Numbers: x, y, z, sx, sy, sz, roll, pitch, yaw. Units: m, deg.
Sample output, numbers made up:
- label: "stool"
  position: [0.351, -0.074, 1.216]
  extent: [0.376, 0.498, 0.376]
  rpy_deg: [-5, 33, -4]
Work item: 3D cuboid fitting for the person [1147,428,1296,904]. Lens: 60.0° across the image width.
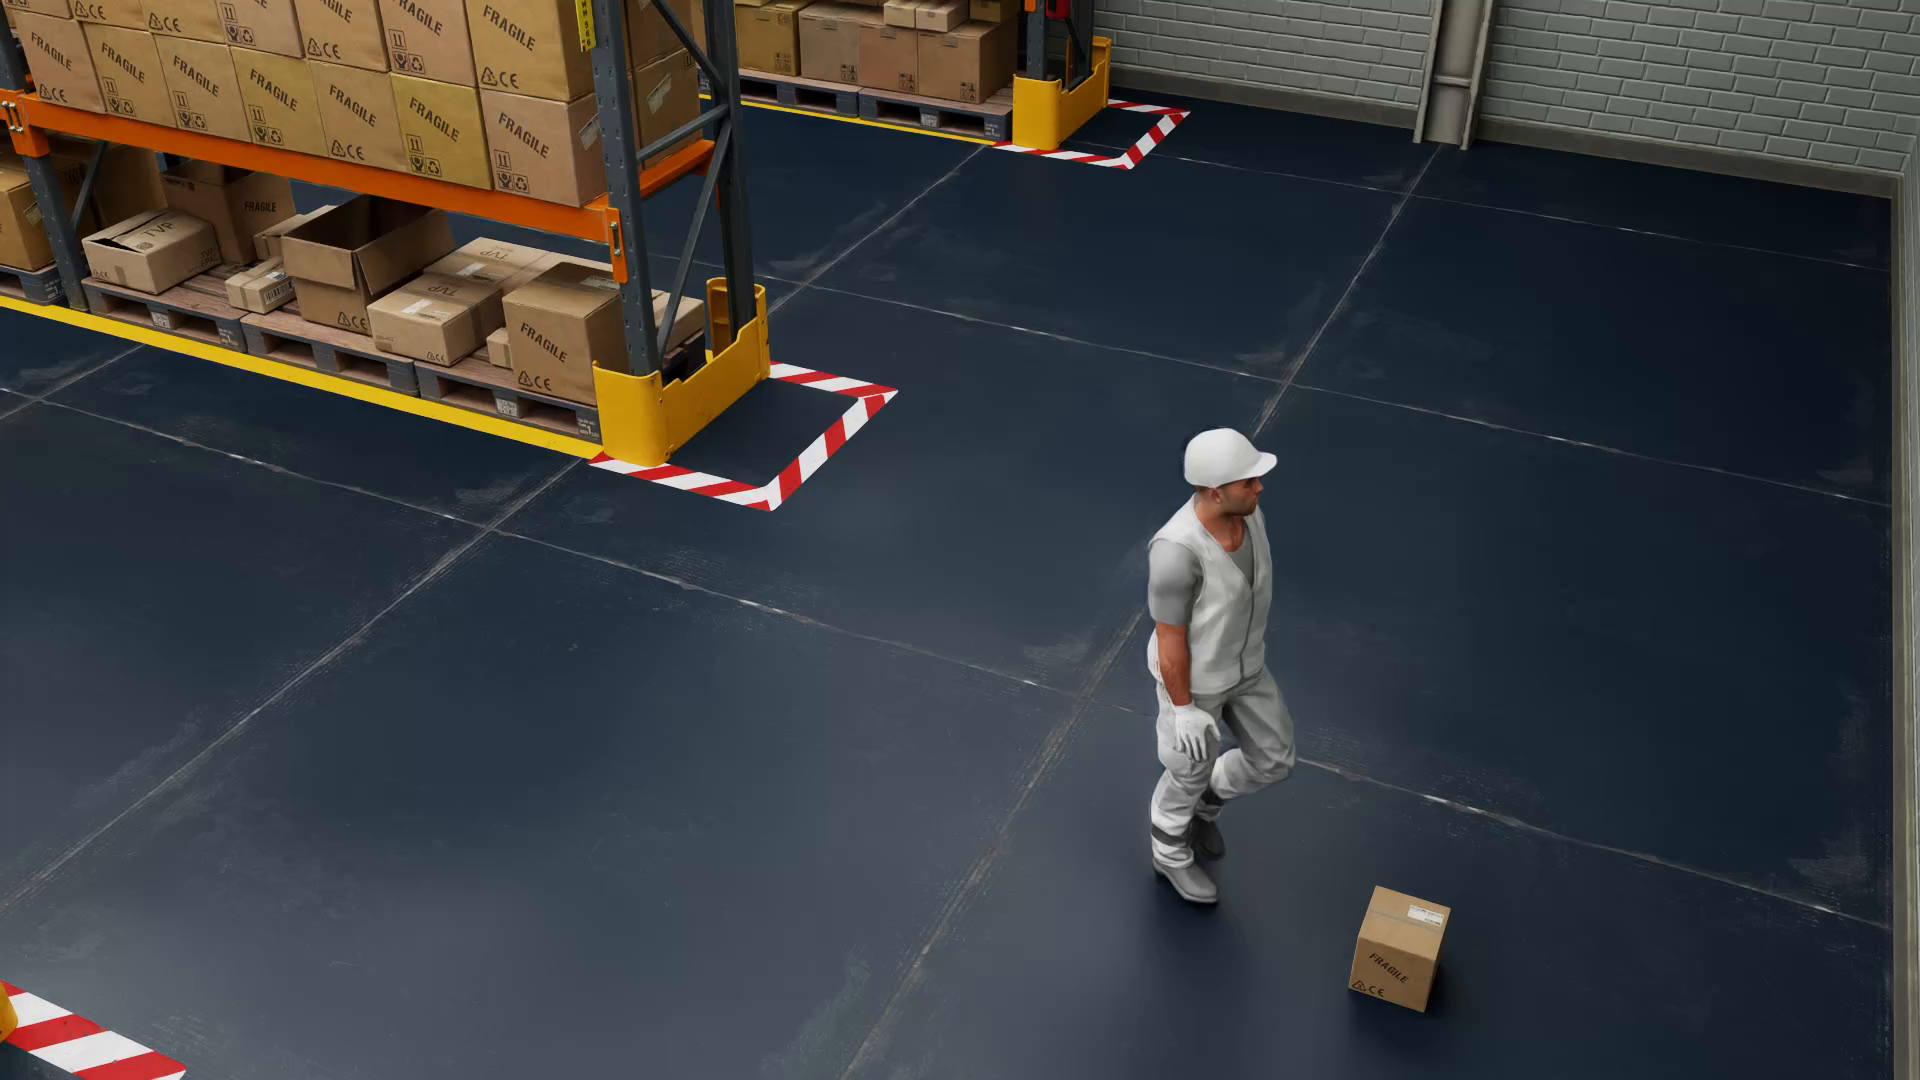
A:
- label: "person"
  position: [0.844, 0.448, 5.401]
  extent: [0.546, 1.786, 0.449]
  rpy_deg: [-26, 41, -33]
